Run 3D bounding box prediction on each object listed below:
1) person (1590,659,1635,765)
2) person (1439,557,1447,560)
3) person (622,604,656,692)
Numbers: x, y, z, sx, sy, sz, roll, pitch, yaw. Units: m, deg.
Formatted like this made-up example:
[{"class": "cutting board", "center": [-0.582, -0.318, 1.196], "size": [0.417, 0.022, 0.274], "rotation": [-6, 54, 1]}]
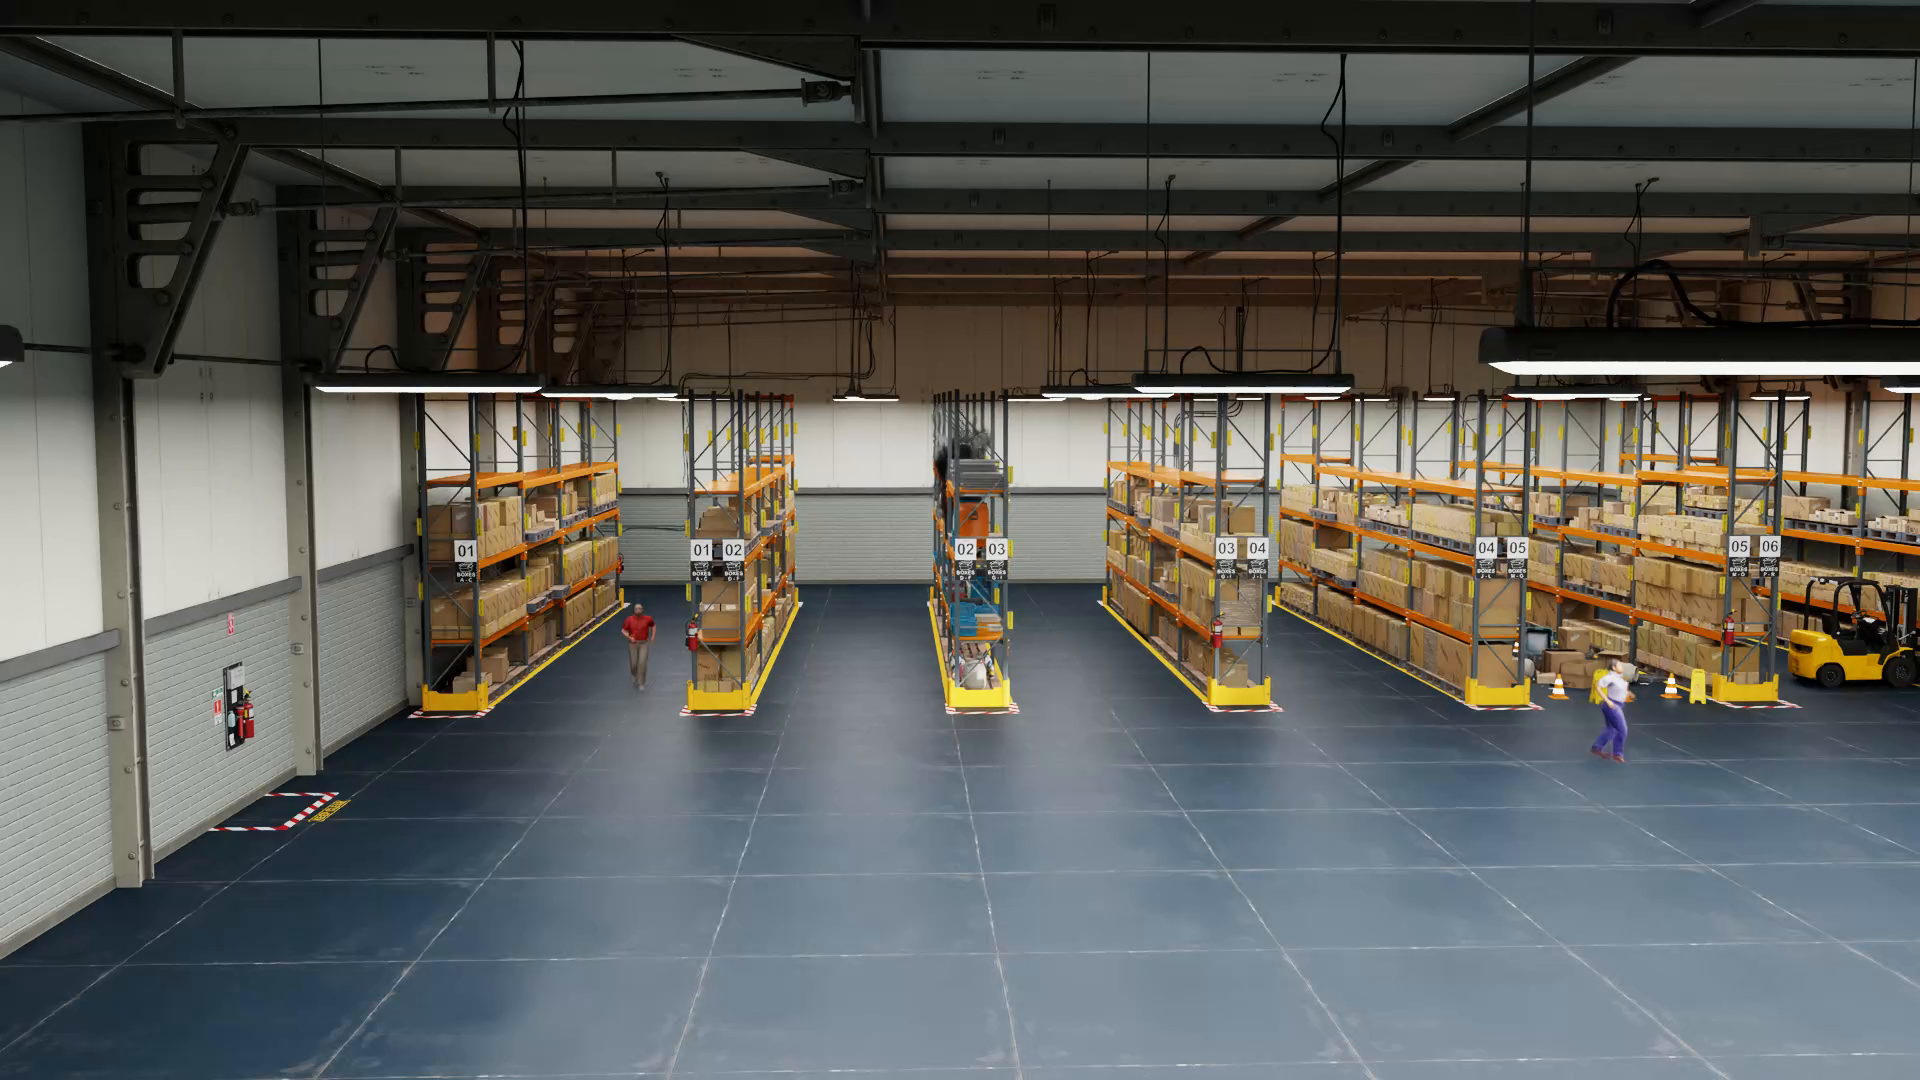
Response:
[{"class": "person", "center": [10.457, 2.751, 26.648], "size": [0.671, 1.716, 0.592], "rotation": [3, 6, 33]}, {"class": "person", "center": [14.599, 0.878, 49.304], "size": [0.878, 1.710, 0.699], "rotation": [0, 5, 4]}, {"class": "person", "center": [-6.463, 2.140, 33.494], "size": [0.687, 1.740, 0.840], "rotation": [-1, 5, -12]}]
